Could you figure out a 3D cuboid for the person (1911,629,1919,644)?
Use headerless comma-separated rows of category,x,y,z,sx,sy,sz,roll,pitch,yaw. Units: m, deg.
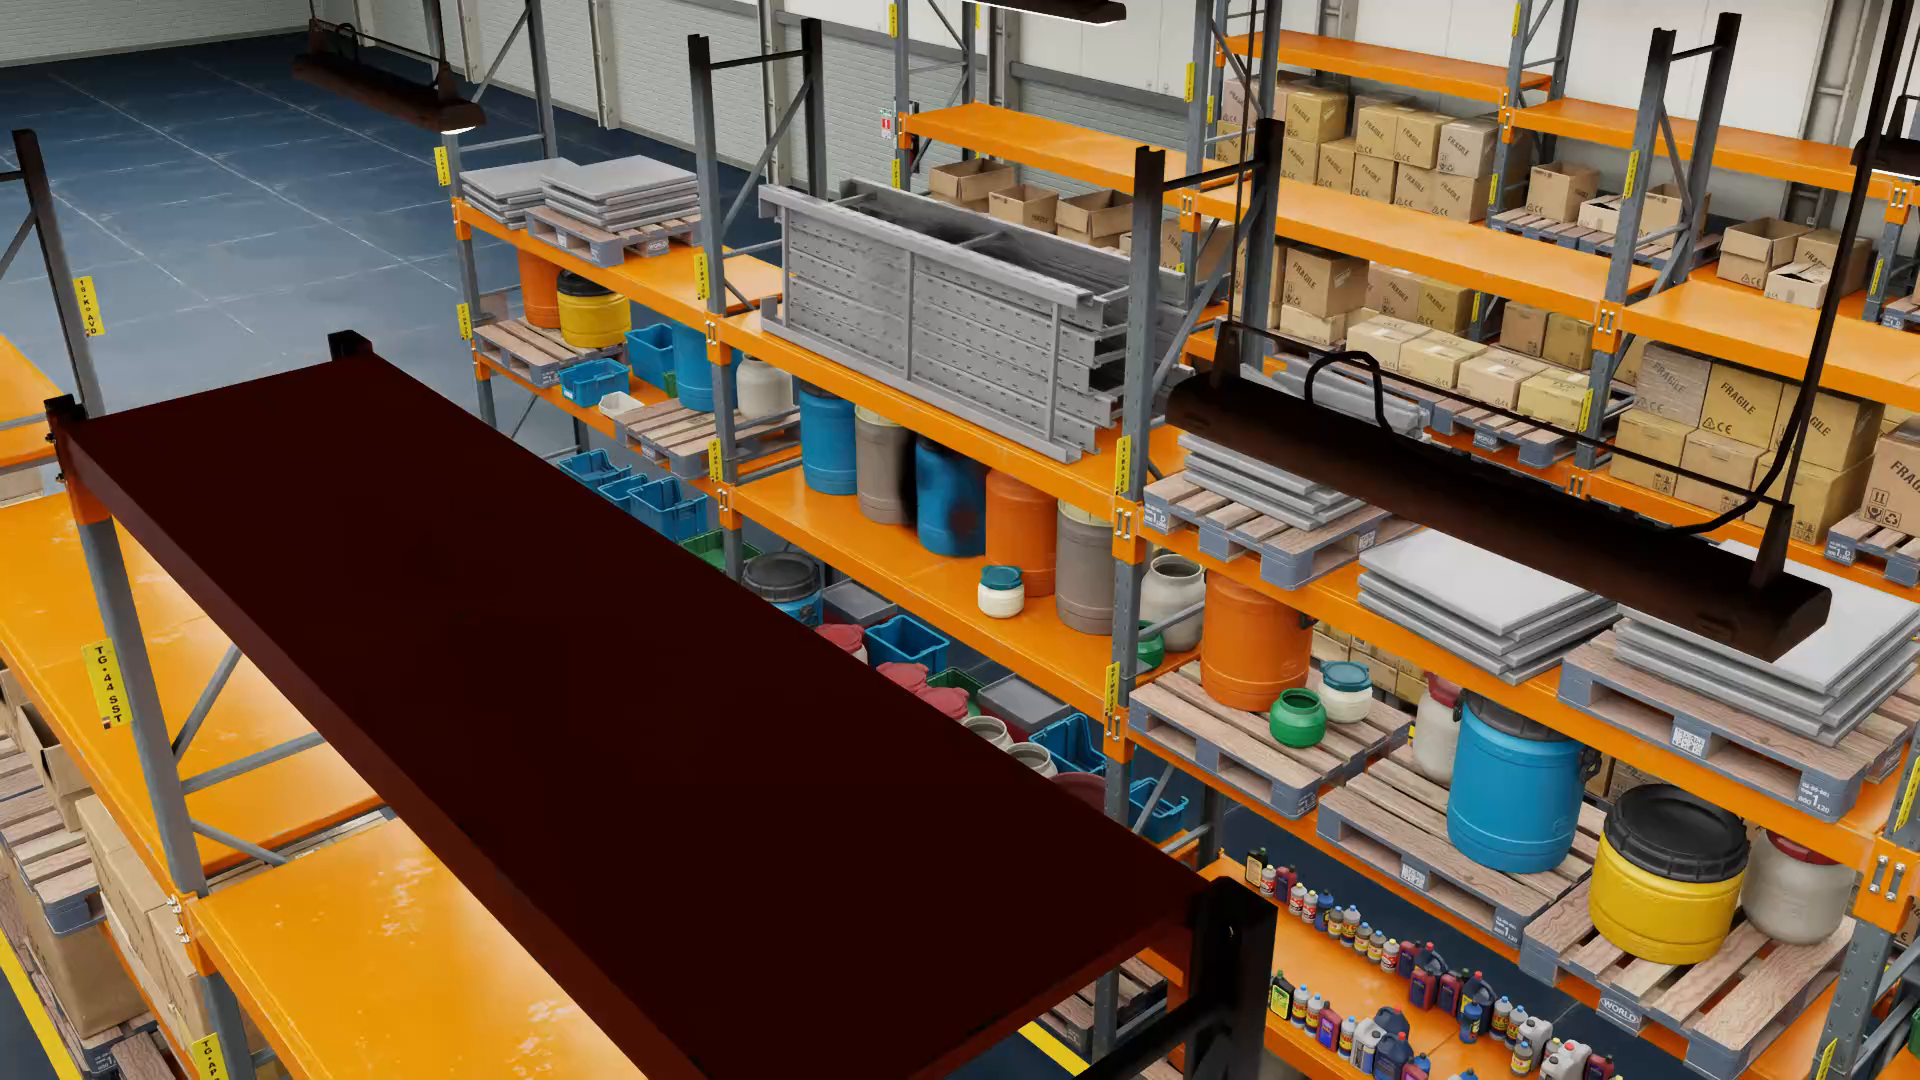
person,7.988,0.987,13.712,0.712,1.754,0.671,-22,34,-37
